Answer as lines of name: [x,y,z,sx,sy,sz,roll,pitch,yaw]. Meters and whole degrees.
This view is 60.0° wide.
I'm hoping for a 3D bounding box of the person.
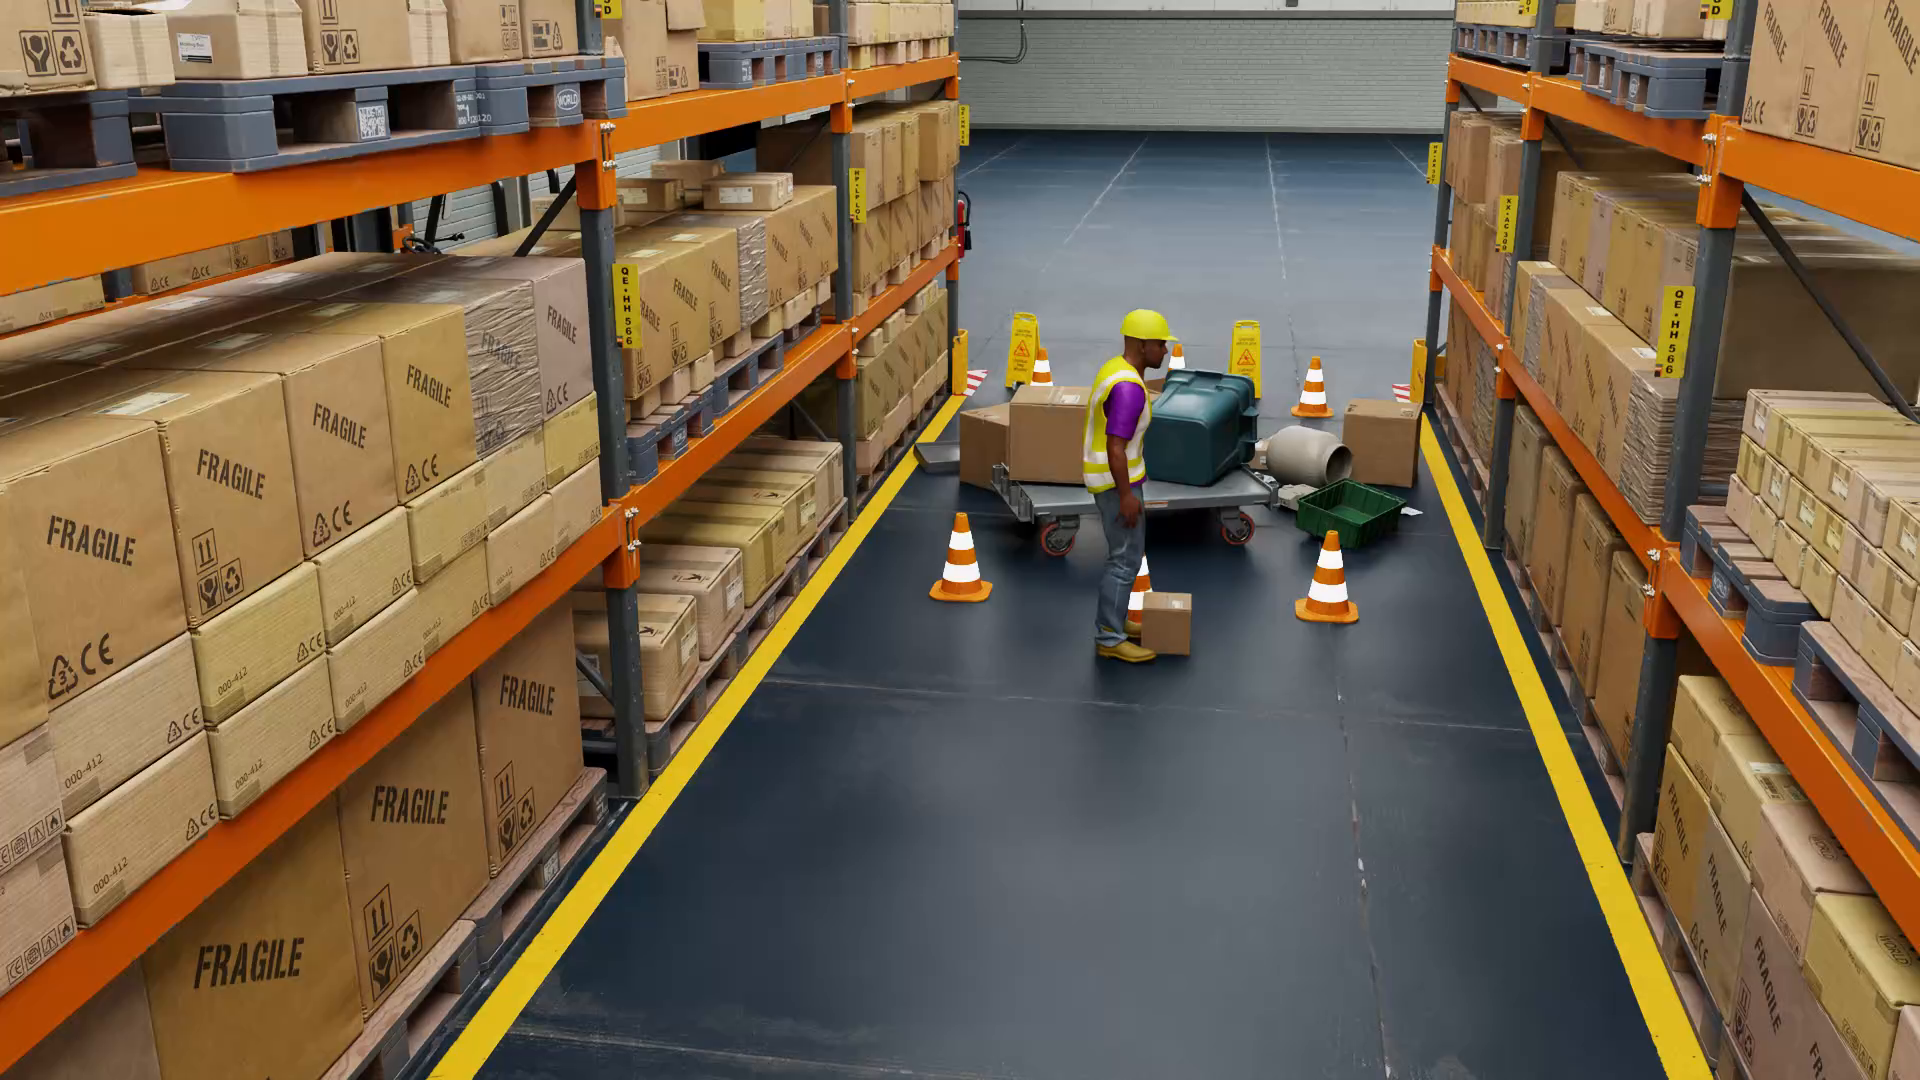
person: [0.847,-0.293,8.440,0.462,1.759,0.627,2,18,6]
